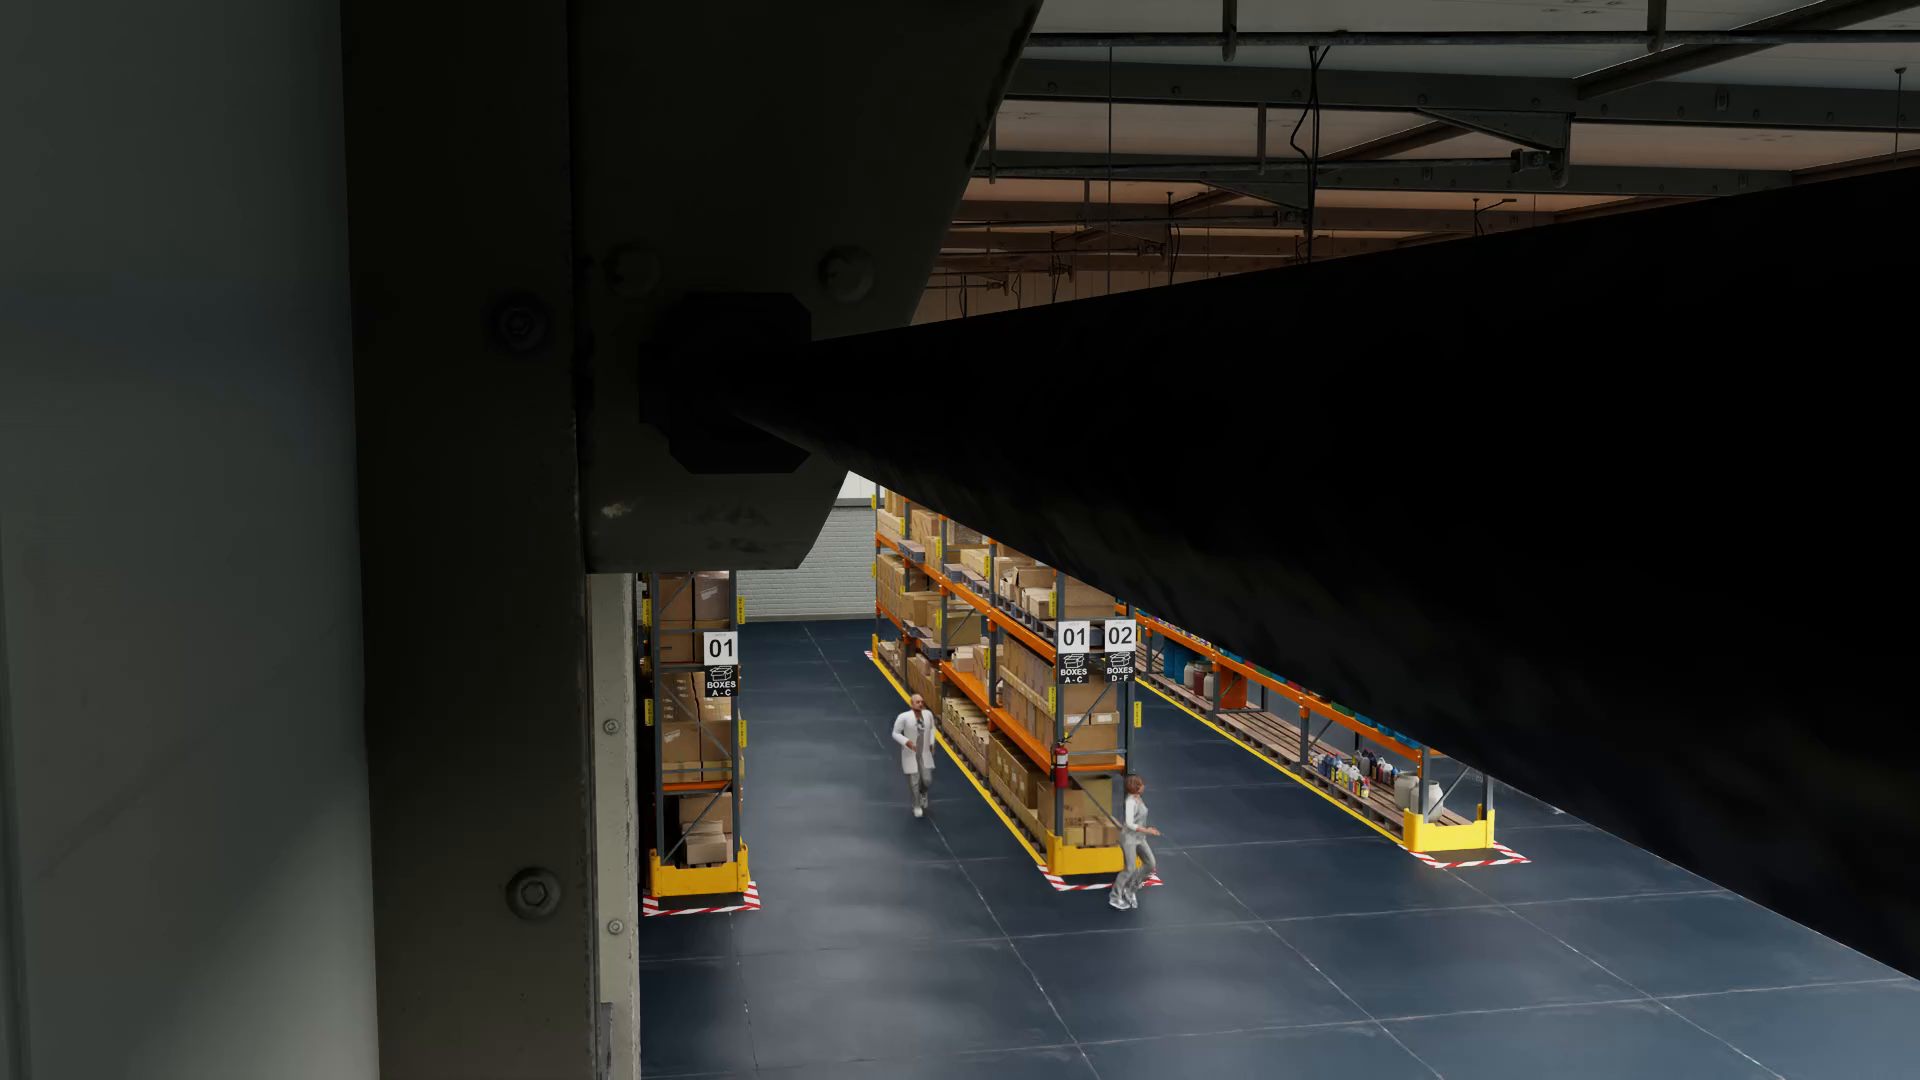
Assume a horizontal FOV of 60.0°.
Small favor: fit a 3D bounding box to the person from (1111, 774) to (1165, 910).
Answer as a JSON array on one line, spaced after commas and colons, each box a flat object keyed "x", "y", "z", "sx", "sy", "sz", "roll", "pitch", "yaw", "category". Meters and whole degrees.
[{"x": 2.107, "y": 3.543, "z": 19.505, "sx": 0.637, "sy": 1.610, "sz": 0.556, "roll": 3, "pitch": 6, "yaw": 25, "category": "person"}]

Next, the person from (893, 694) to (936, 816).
[{"x": -0.589, "y": 3.050, "z": 23.465, "sx": 0.685, "sy": 1.745, "sz": 0.654, "roll": -2, "pitch": 6, "yaw": -20, "category": "person"}]
